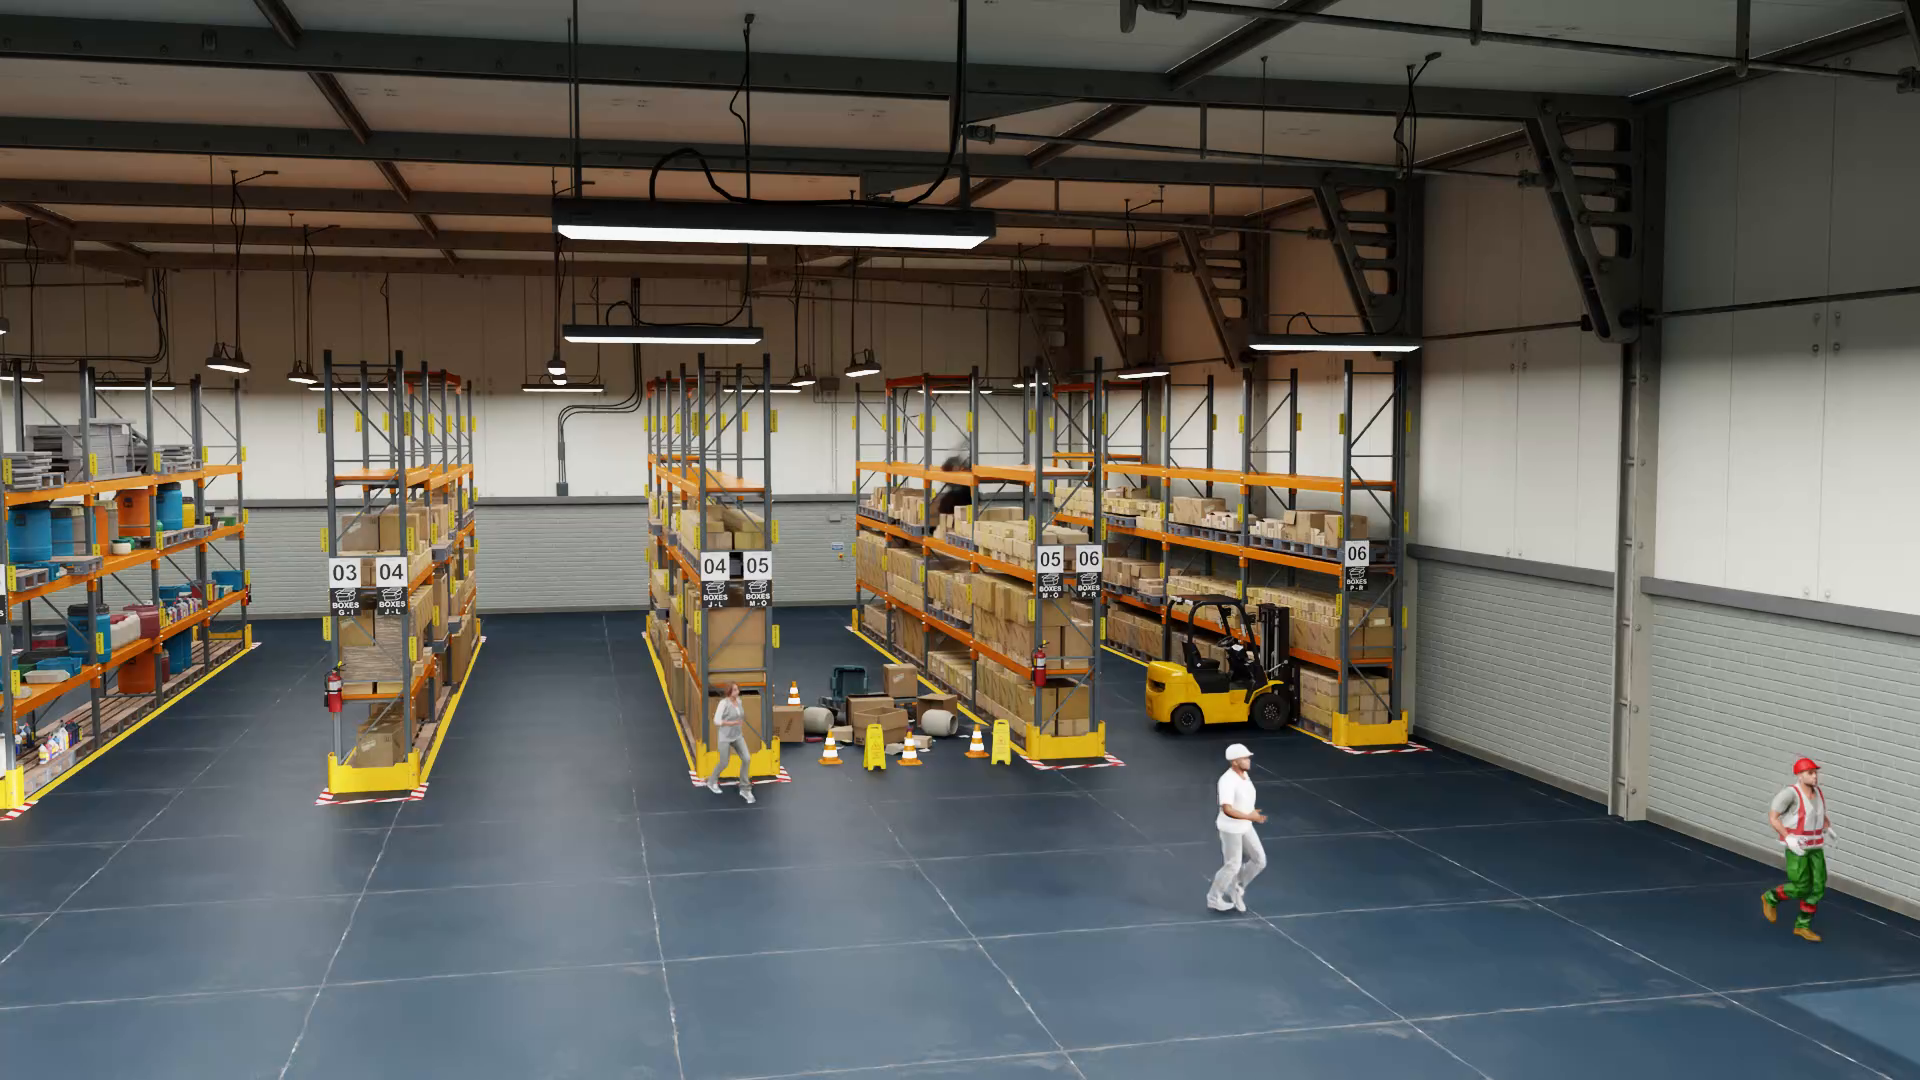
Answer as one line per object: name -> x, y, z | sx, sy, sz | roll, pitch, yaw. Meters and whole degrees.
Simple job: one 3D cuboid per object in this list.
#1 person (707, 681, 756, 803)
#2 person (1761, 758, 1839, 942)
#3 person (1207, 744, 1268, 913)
person -> -3.084, 2.673, 22.141 | 0.802, 1.623, 0.563 | 4, 5, 43
person -> 8.225, 2.997, 16.305 | 0.681, 1.761, 0.633 | -1, 4, -19
person -> 2.858, 2.957, 16.943 | 0.684, 1.779, 0.734 | 2, 5, 32
